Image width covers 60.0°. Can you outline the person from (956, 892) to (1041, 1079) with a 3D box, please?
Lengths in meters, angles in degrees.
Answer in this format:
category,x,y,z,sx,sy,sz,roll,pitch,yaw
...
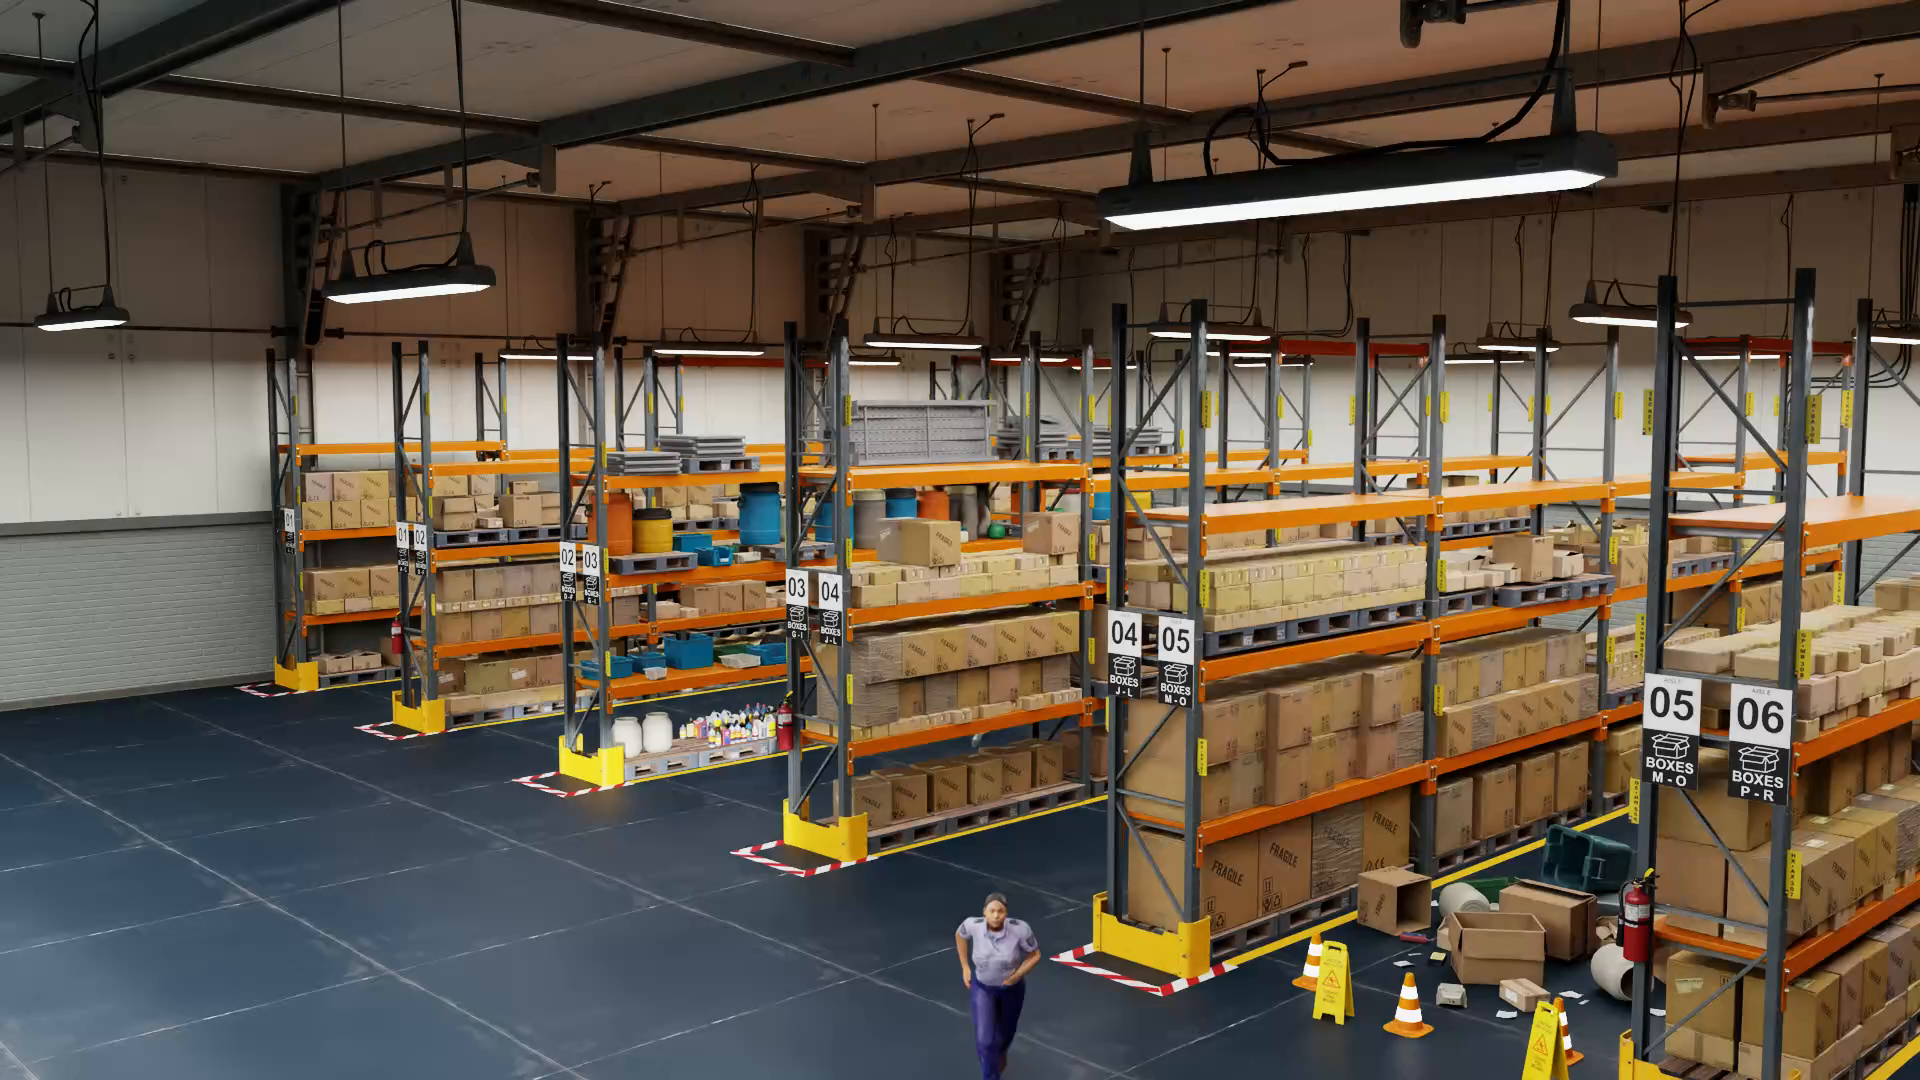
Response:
category,x,y,z,sx,sy,sz,roll,pitch,yaw
person,0.275,3.331,12.133,0.608,1.634,1.052,0,5,-2

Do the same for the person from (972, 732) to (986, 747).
category,x,y,z,sx,sy,sz,roll,pitch,yaw
person,0.201,2.118,23.507,0.490,1.575,0.699,4,6,37
